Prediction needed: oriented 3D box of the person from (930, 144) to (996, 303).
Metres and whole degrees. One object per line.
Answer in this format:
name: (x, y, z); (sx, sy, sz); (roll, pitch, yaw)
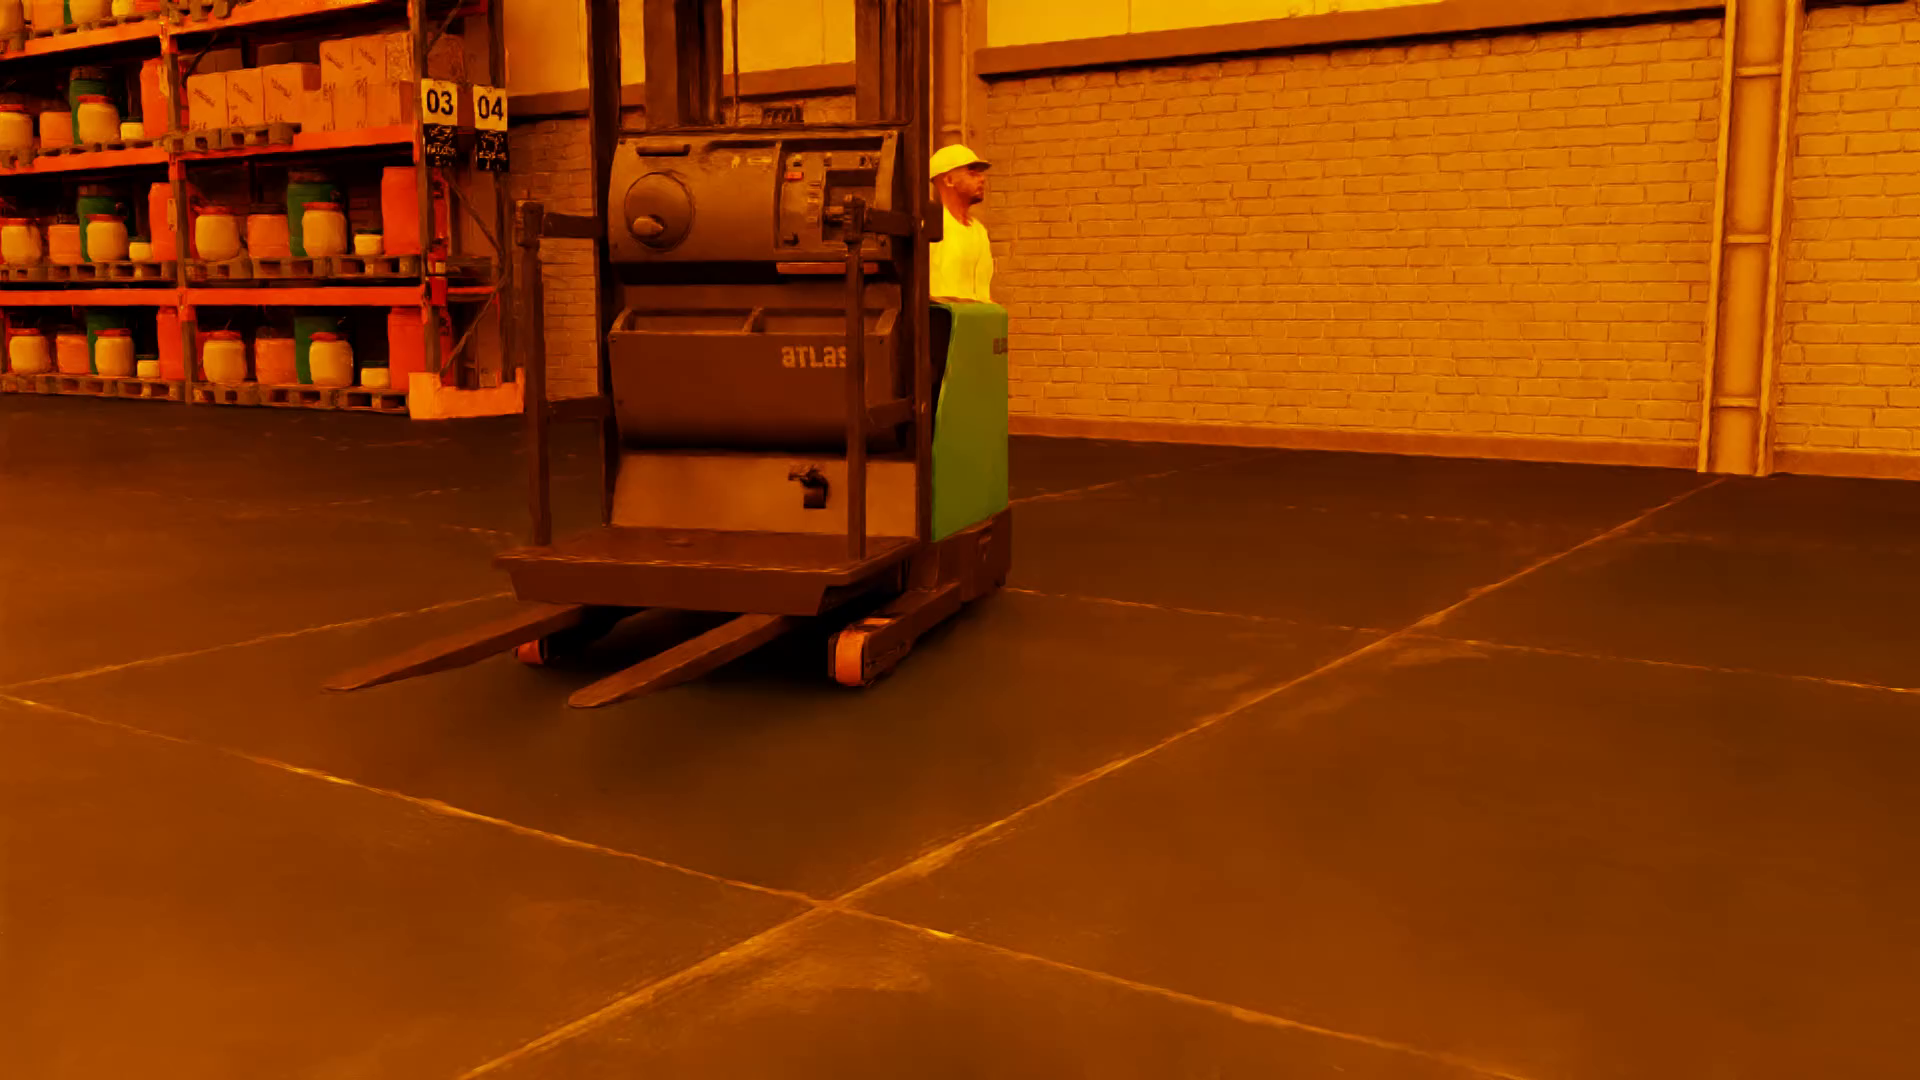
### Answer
person: (0.055, -0.875, 7.435); (0.576, 1.766, 0.665); (5, 10, 34)

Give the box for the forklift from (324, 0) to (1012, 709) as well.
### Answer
forklift: (-0.694, -1.095, 4.895); (1.130, 2.935, 3.031); (2, 8, 15)
